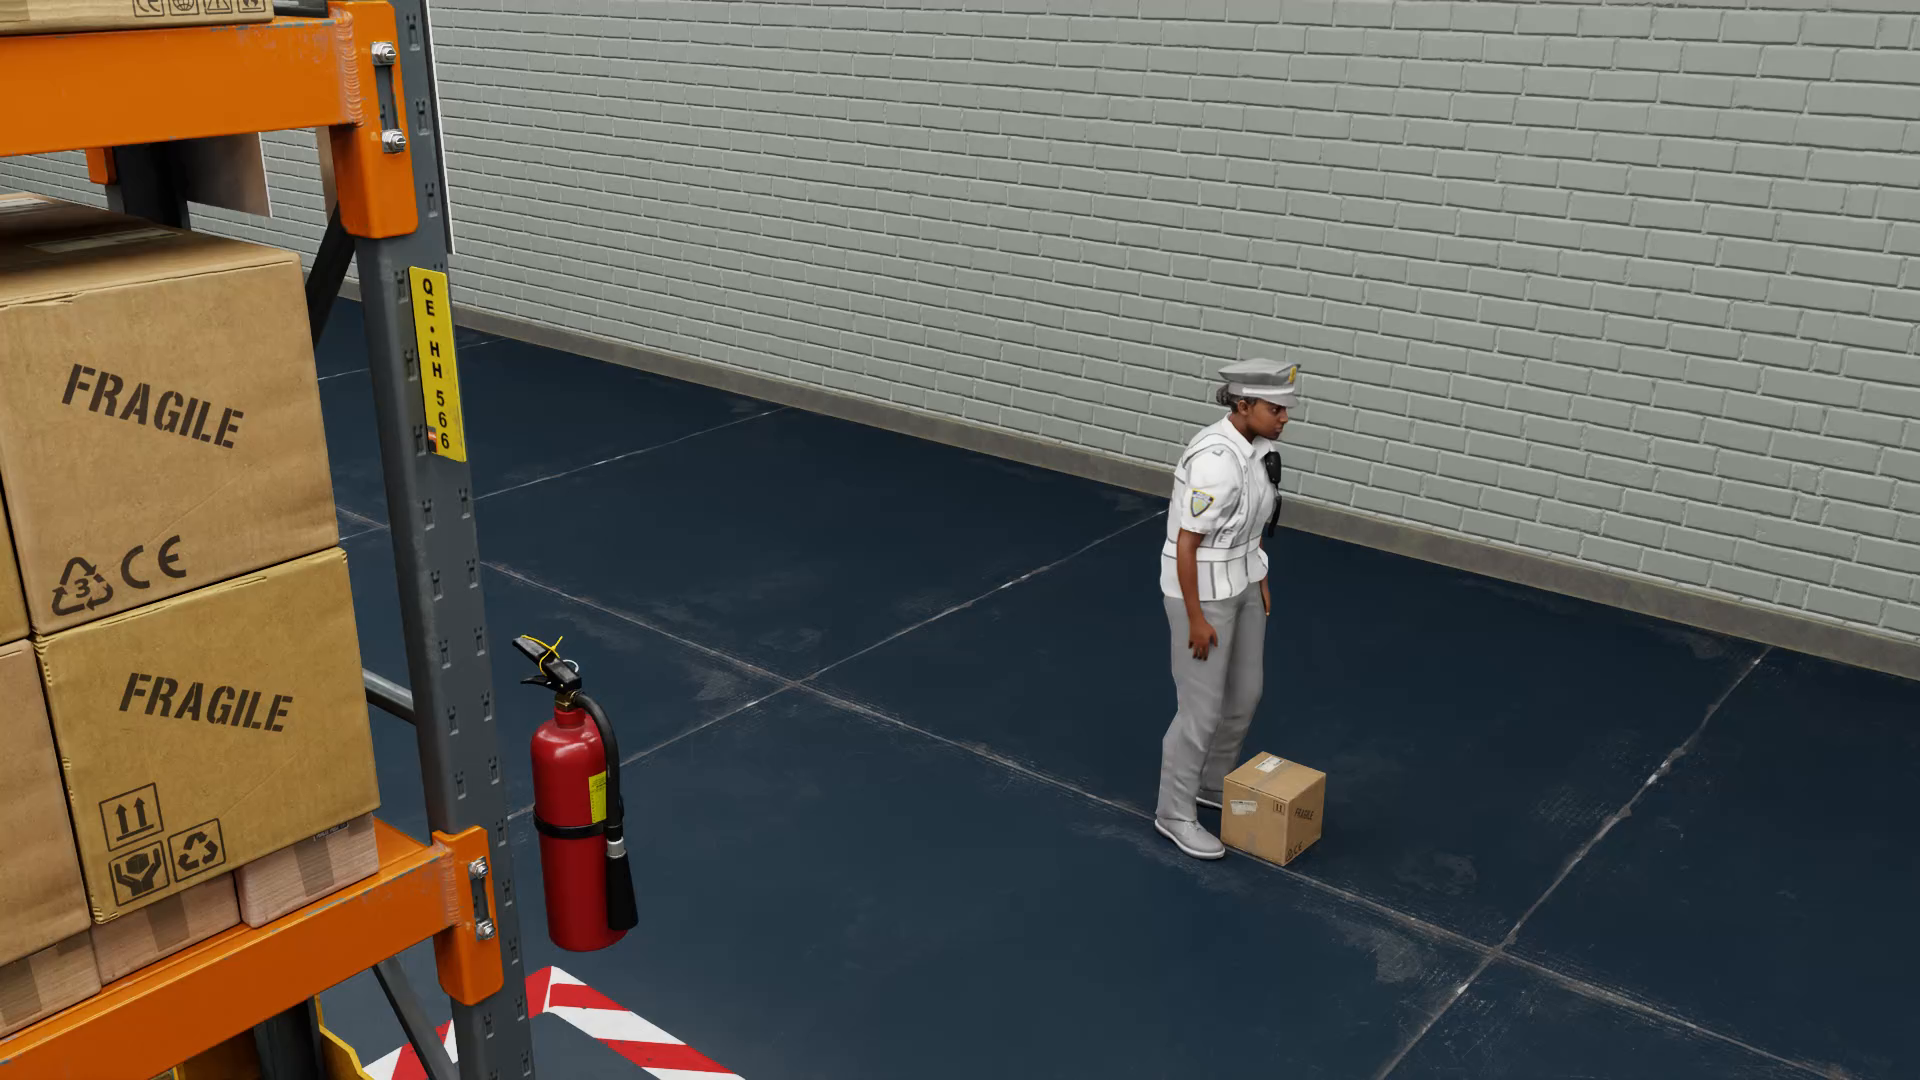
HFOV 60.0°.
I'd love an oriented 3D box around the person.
[{"bbox_3d":[0.878,0.202,5.531,0.399,1.659,0.520,15,25,35],"label":"person"}]
